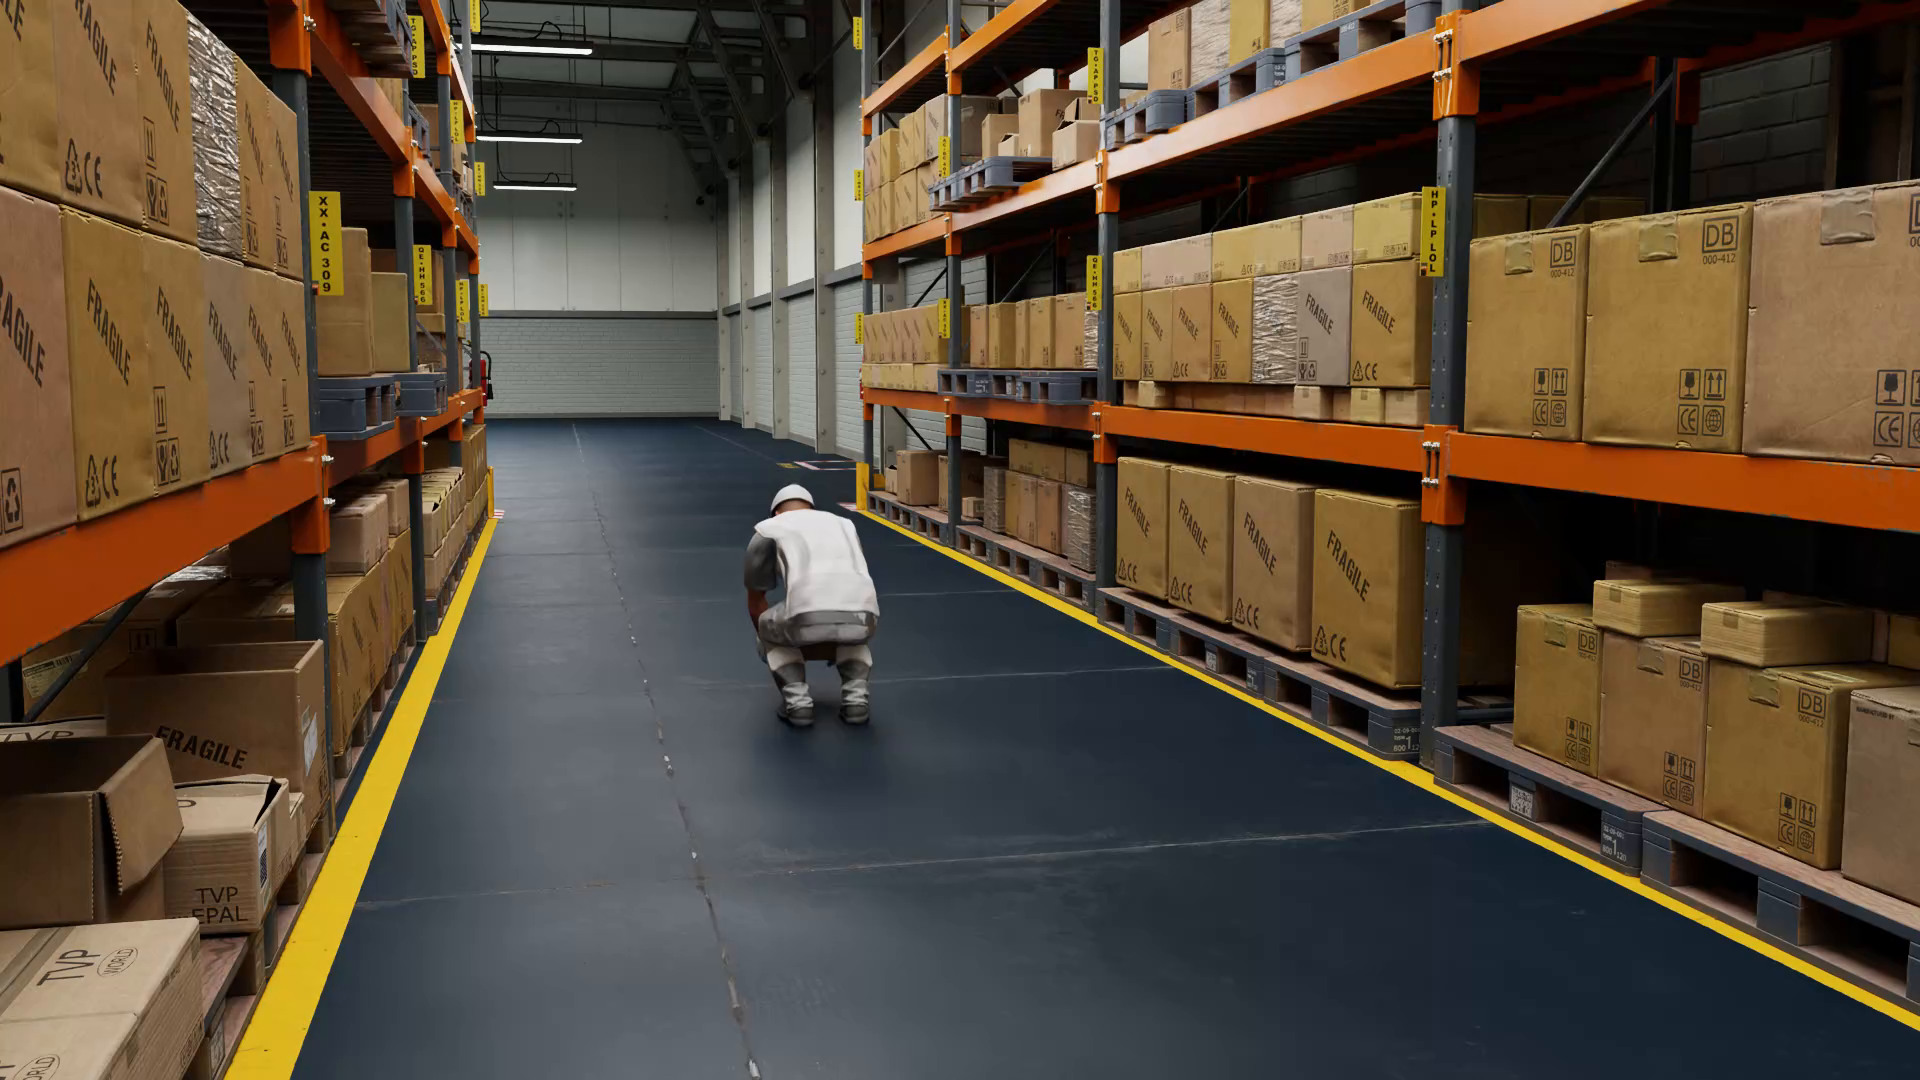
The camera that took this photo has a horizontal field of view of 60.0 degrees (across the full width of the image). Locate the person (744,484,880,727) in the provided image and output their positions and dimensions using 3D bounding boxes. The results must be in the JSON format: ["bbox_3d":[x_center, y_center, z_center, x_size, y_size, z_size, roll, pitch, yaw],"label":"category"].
[{"bbox_3d":[-0.656,0.277,7.367,0.574,1.015,0.882,-1,6,-14],"label":"person"}]
